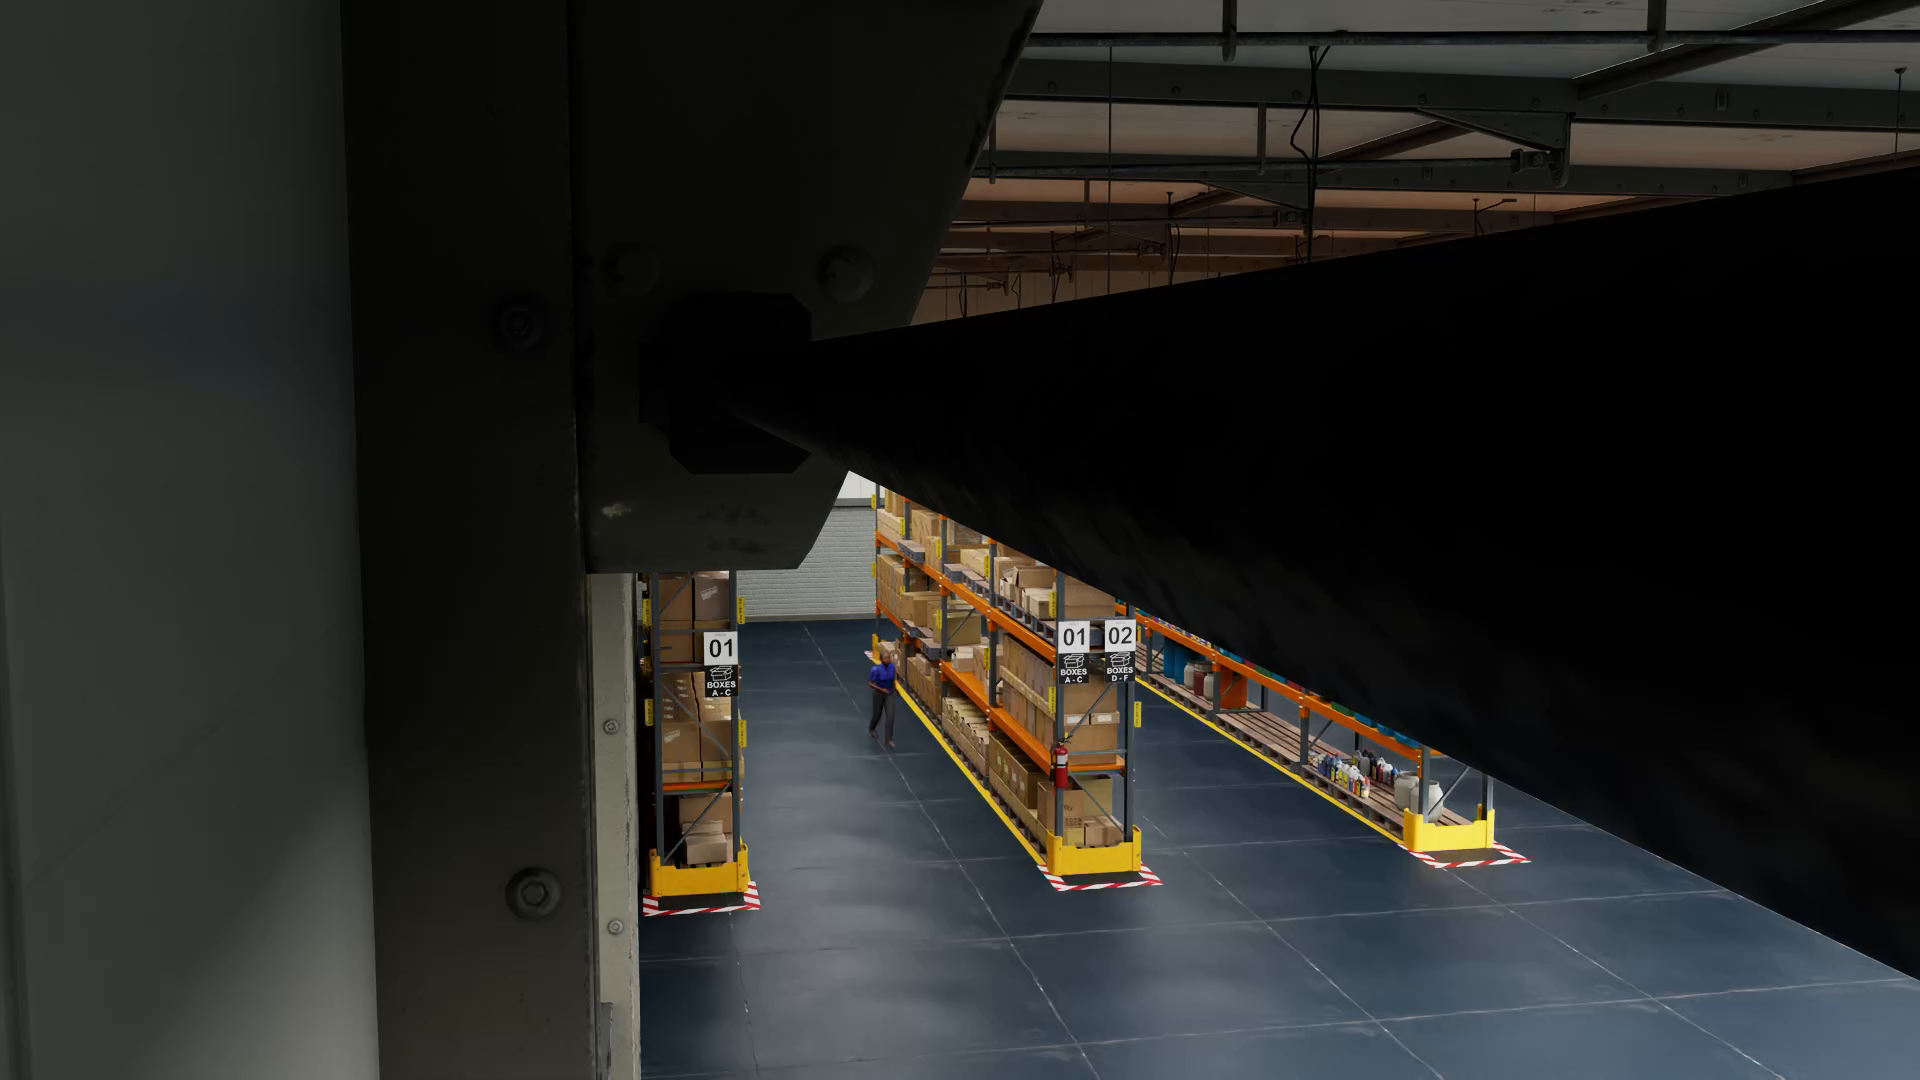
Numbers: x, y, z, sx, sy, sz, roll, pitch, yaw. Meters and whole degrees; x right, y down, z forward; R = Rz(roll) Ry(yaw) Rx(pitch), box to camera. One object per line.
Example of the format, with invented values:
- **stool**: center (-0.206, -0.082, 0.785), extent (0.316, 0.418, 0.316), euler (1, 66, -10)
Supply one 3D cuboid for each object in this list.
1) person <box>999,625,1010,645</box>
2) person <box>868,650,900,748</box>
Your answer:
- **person**: center (0.967, 1.949, 34.487), extent (0.637, 1.769, 0.829), euler (-1, 6, -12)
- **person**: center (-1.322, 2.647, 28.101), extent (0.566, 1.629, 0.901), euler (-2, 6, -22)
